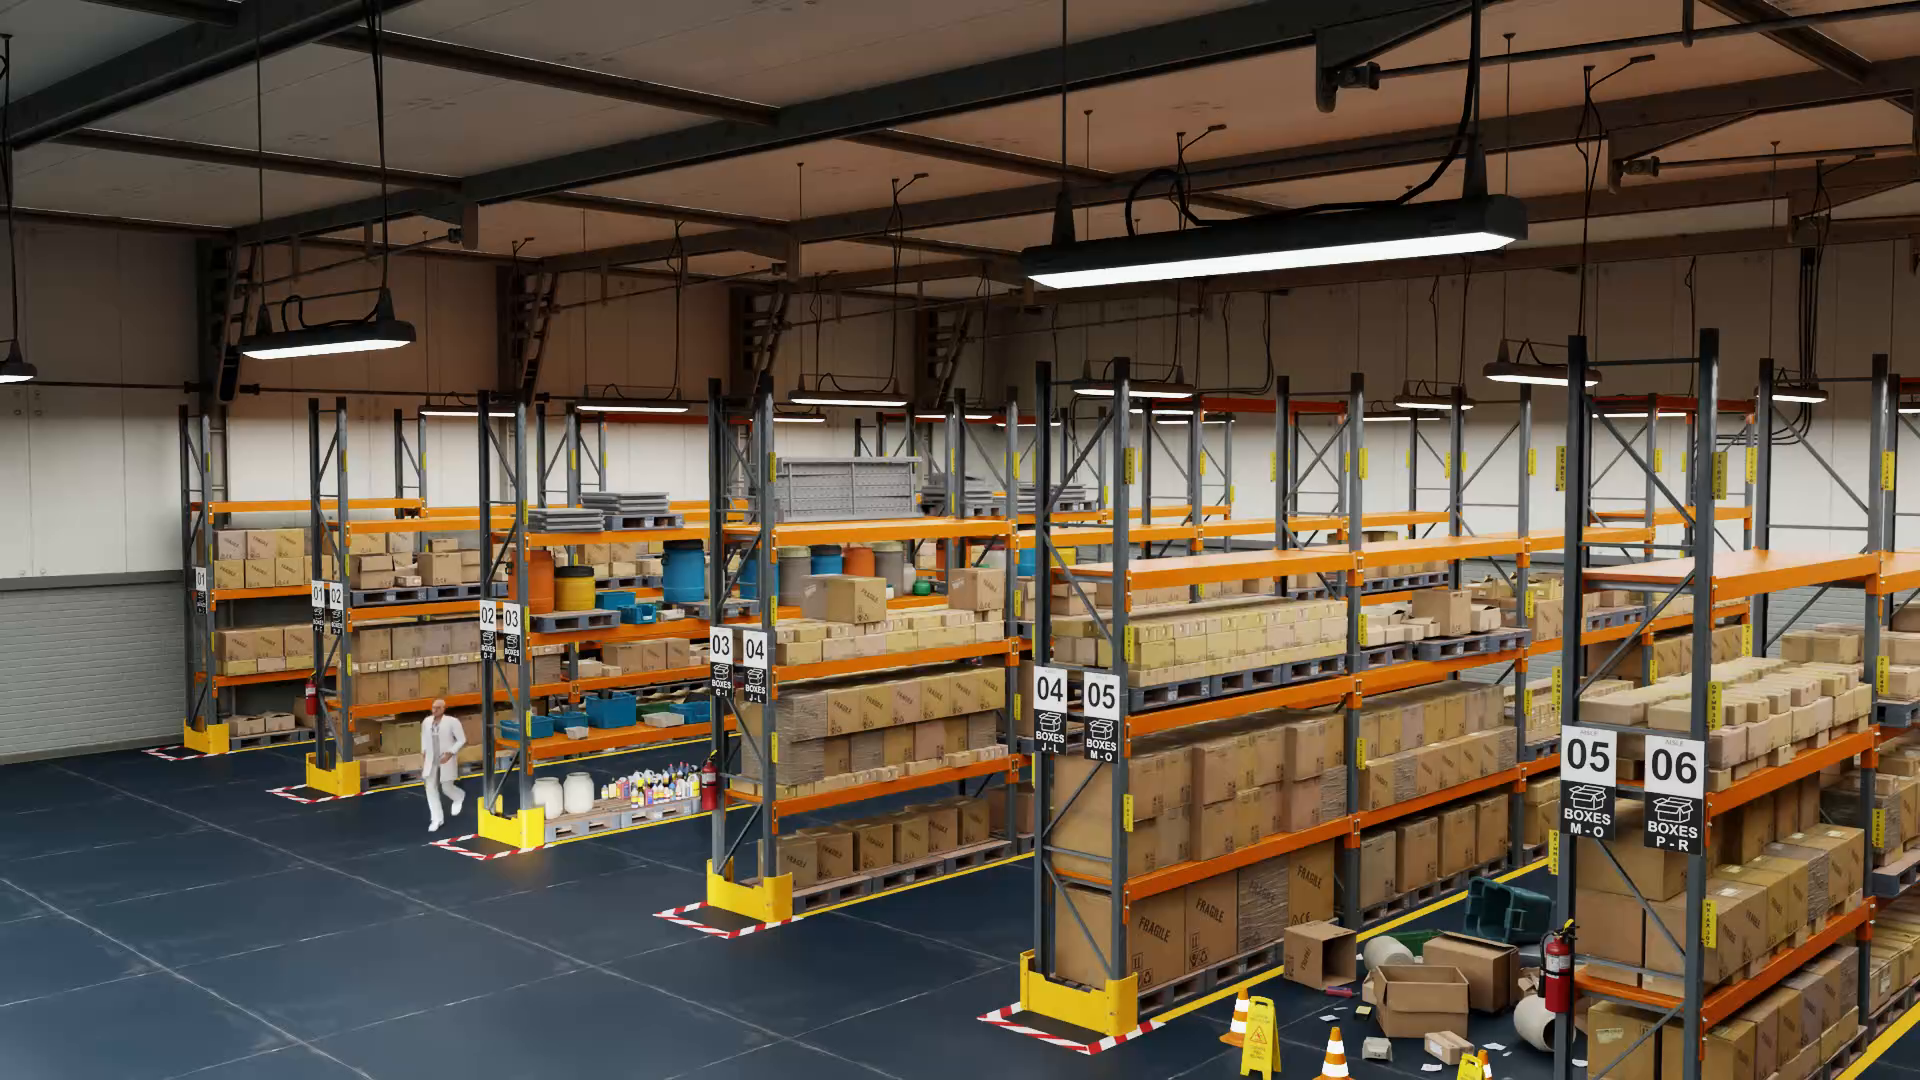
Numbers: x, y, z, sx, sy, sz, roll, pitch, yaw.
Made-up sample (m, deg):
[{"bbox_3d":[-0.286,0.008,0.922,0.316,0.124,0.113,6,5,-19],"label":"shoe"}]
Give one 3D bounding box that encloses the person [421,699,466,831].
[{"bbox_3d":[-7.184,3.081,23.104,0.695,1.771,0.929,0,3,4],"label":"person"}]
